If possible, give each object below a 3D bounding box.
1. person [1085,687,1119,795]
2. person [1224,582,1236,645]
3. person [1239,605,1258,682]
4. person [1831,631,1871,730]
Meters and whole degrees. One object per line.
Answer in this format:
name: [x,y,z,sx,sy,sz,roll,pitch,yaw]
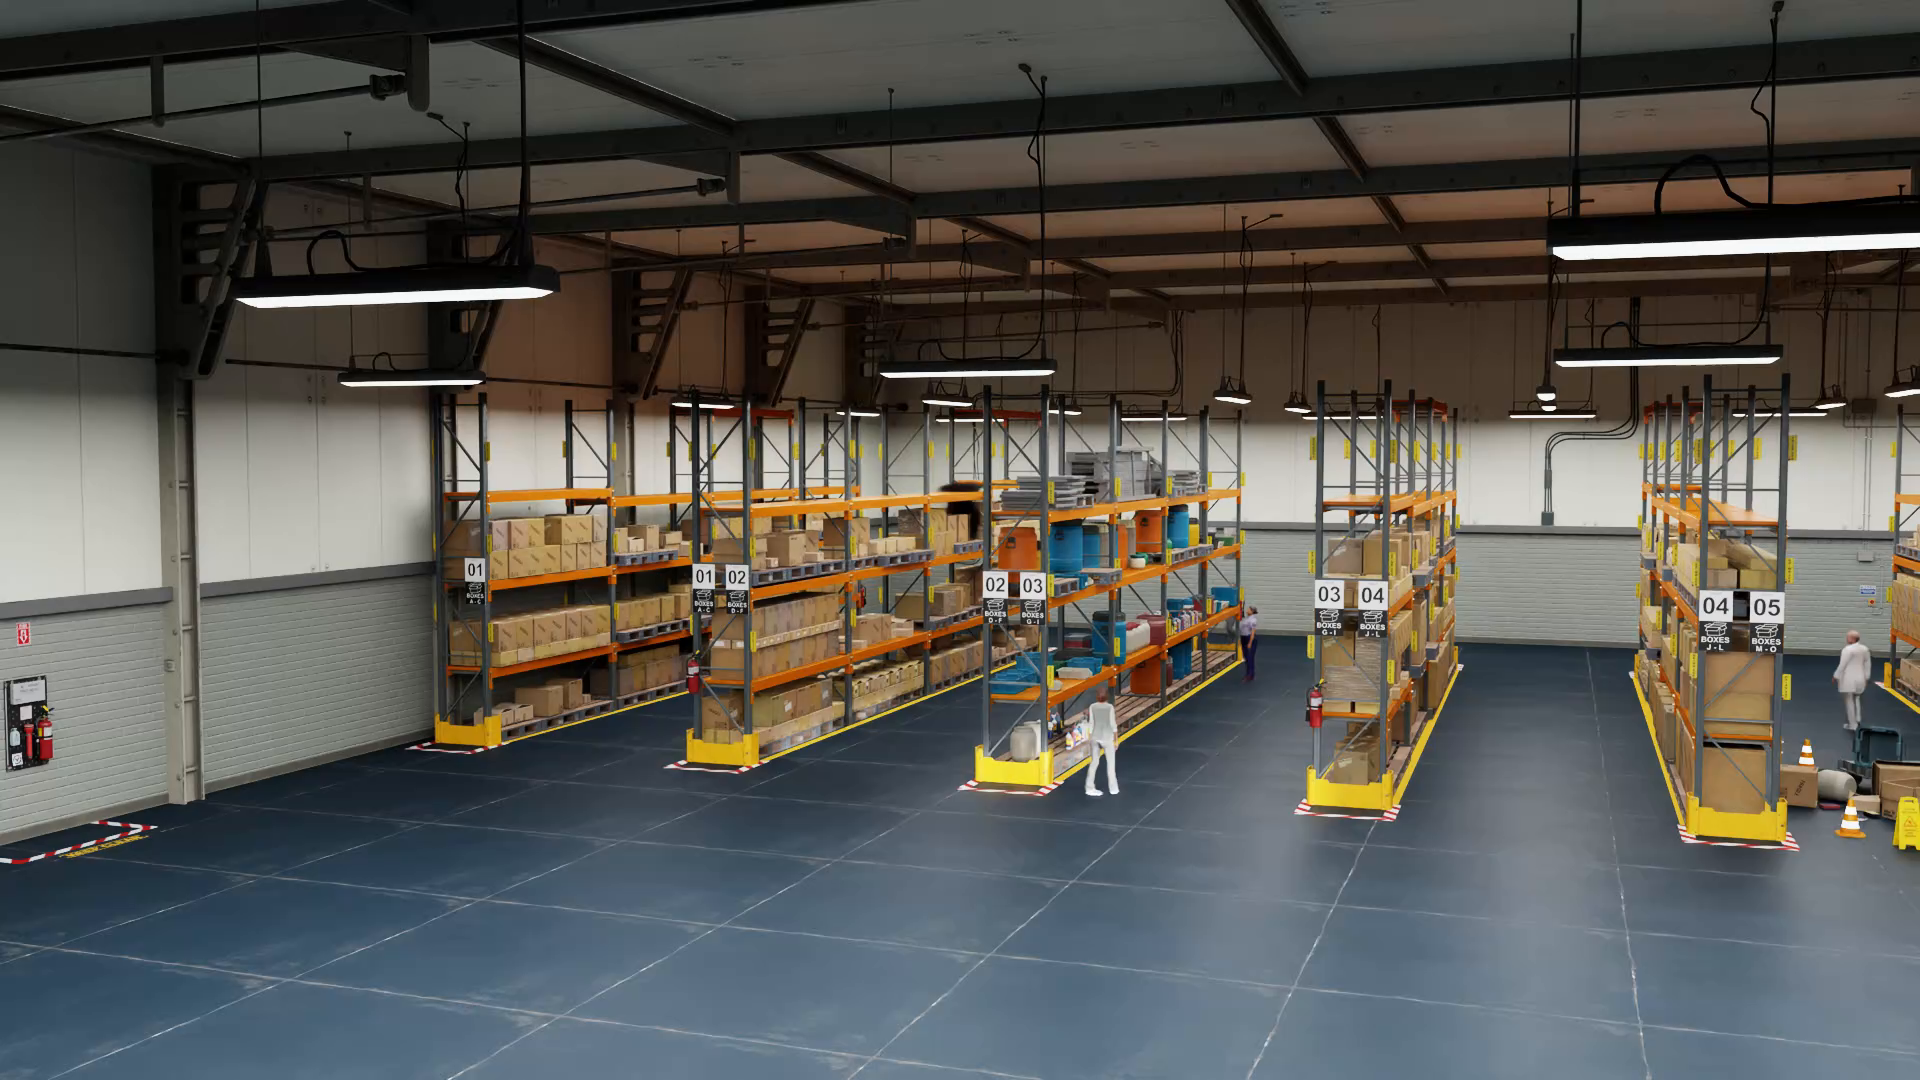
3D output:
person: [2.120,2.939,24.224,0.421,1.571,0.545,2,4,39]
person: [6.928,1.917,42.454,0.443,1.670,0.436,-1,3,-21]
person: [6.300,2.260,36.411,0.500,1.657,0.493,-2,3,-27]
person: [15.974,2.529,29.747,0.637,1.822,0.580,0,3,7]
